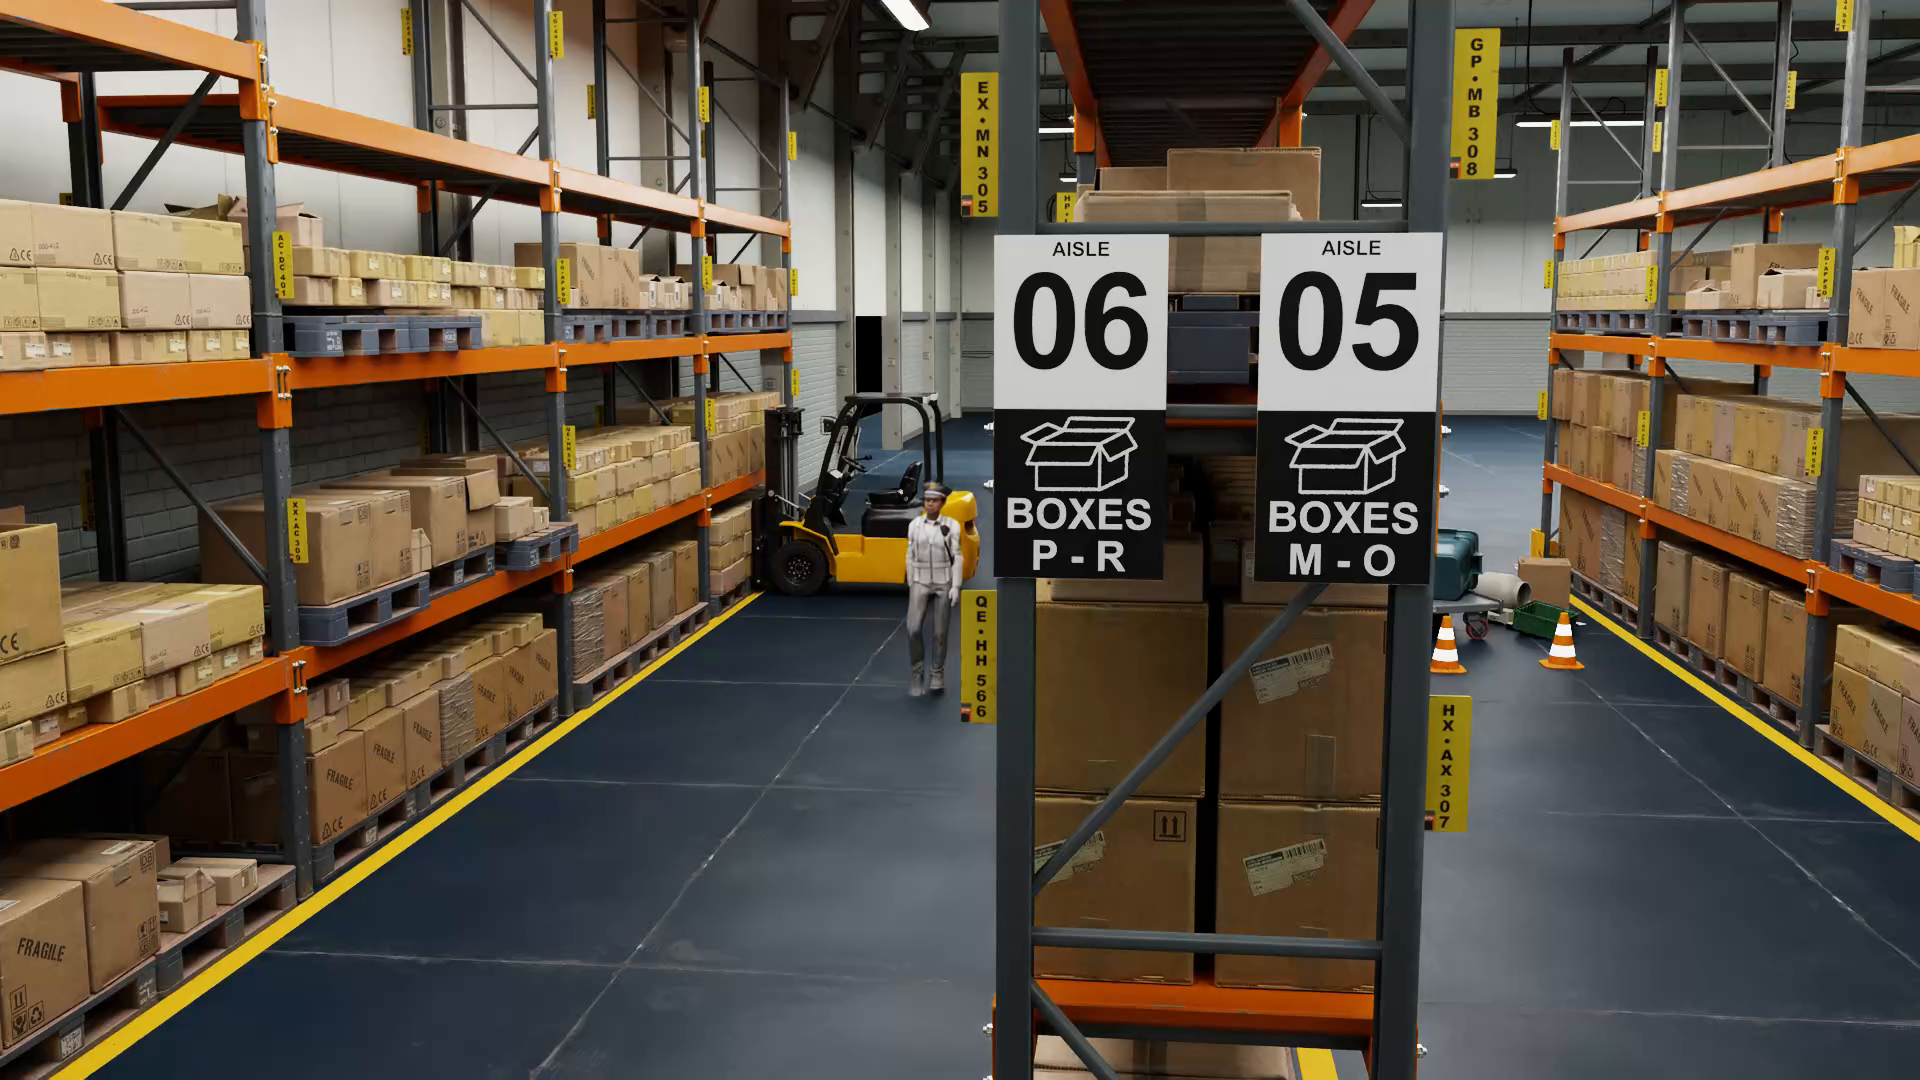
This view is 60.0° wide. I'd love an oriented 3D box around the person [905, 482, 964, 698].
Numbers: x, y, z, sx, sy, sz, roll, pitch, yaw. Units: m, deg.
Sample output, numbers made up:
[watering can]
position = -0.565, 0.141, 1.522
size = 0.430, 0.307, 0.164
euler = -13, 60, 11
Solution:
[person]
position = -0.209, 0.400, 13.270
size = 0.482, 1.739, 0.469
euler = 1, 8, 4
